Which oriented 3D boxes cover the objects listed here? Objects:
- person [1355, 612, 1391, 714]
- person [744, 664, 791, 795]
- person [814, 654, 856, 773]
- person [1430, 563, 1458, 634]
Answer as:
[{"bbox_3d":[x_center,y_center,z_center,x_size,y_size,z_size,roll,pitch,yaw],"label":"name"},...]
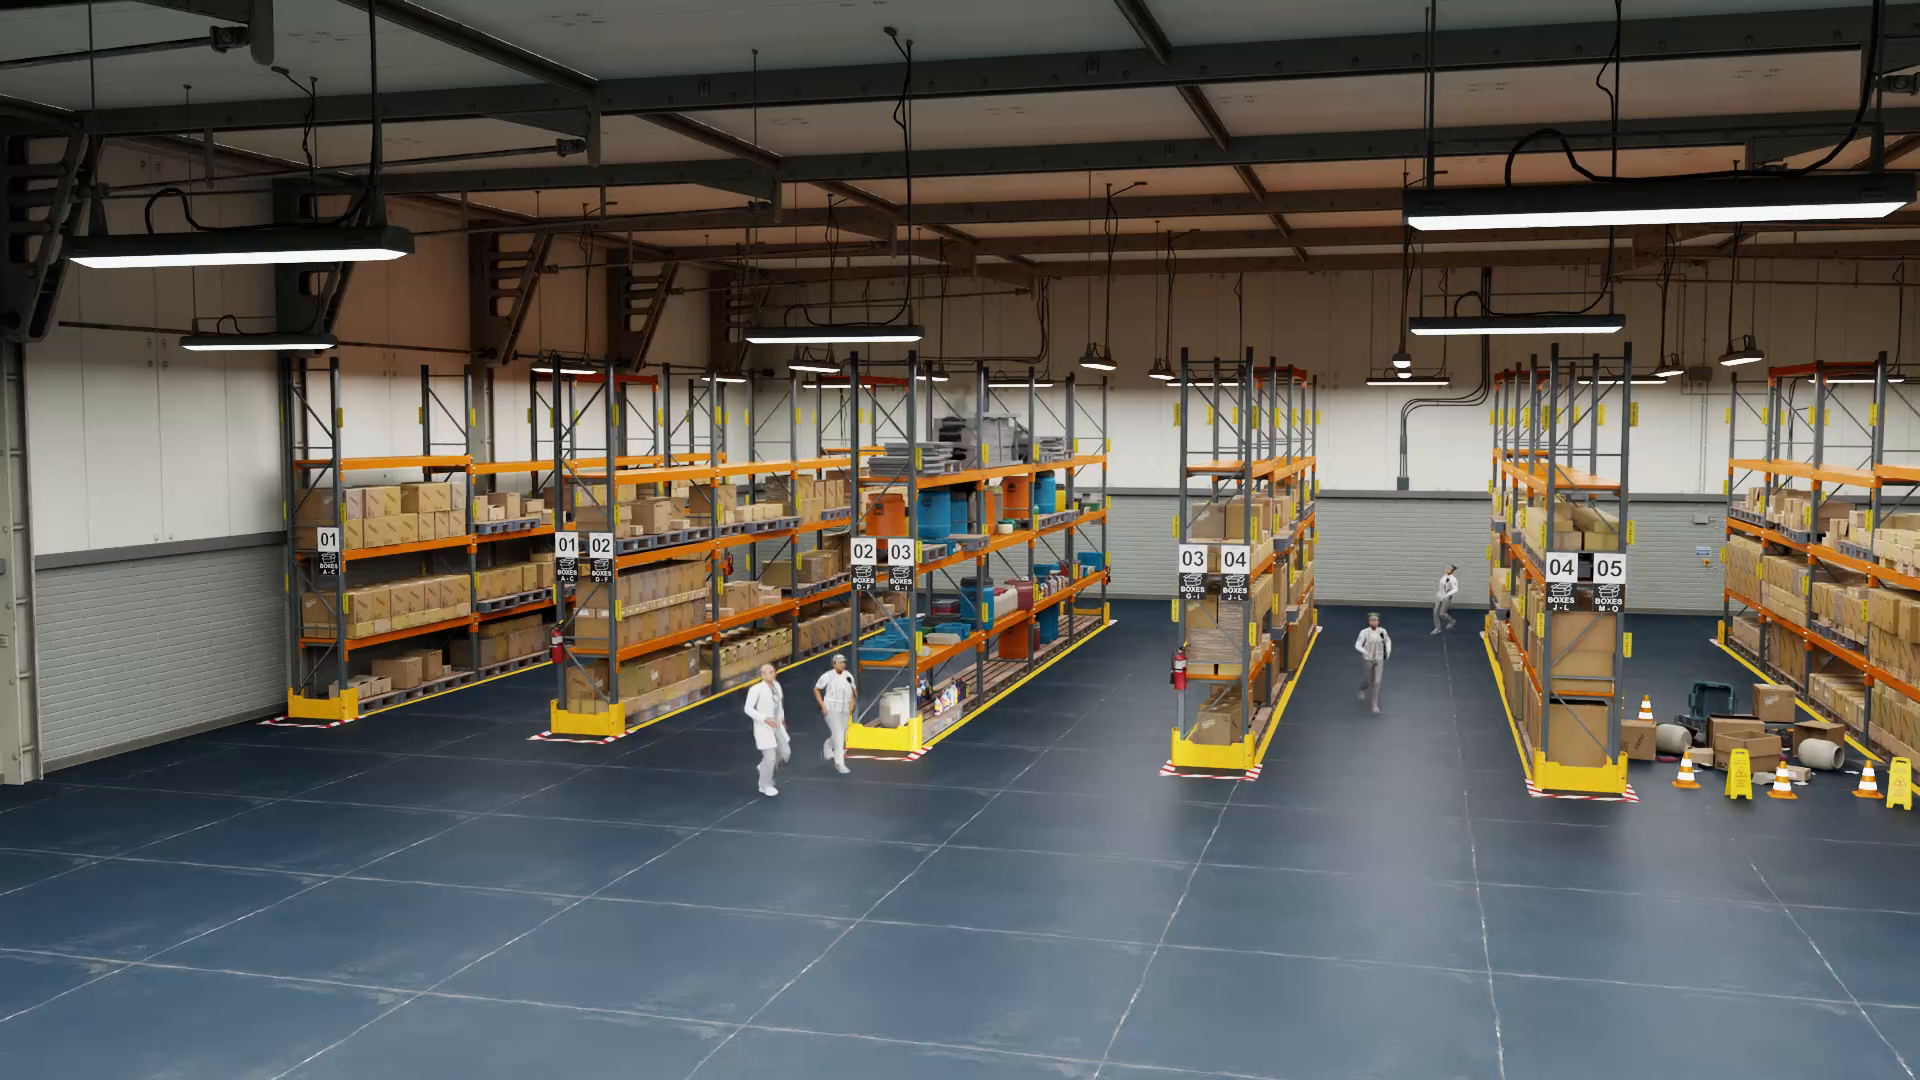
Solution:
[{"bbox_3d":[7.097,2.076,28.542,0.626,1.703,0.812,0,4,4],"label":"person"},{"bbox_3d":[-2.539,2.513,22.055,0.630,1.743,0.716,4,6,42],"label":"person"},{"bbox_3d":[-1.748,2.455,23.775,0.621,1.657,0.788,-3,5,-34],"label":"person"},{"bbox_3d":[11.251,1.363,38.538,0.632,1.669,0.670,-2,5,-22],"label":"person"}]
